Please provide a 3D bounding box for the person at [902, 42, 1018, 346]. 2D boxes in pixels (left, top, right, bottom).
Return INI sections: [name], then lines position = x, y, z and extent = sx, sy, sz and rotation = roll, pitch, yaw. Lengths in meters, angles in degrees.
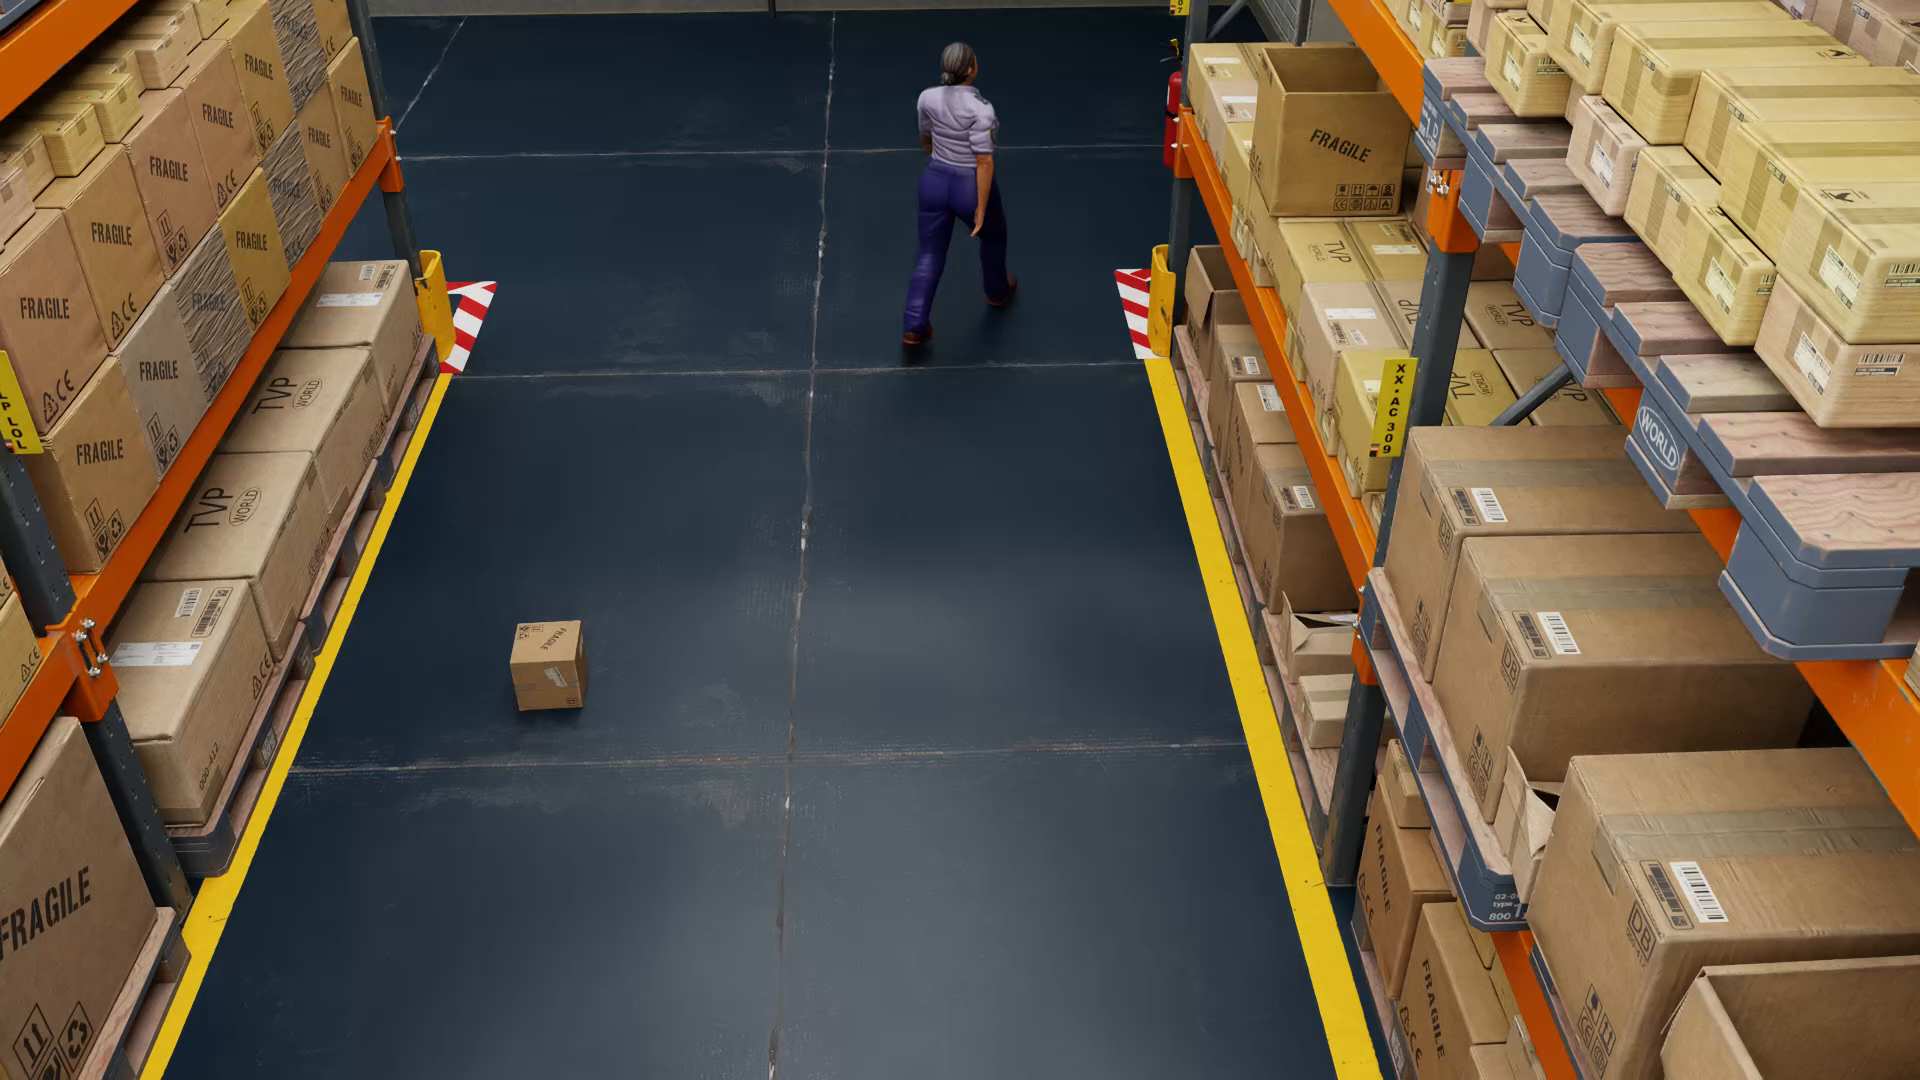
[person]
position = 0.000, -1.862, 8.780
extent = 0.482, 1.587, 1.043
rotation = 13, 37, 18
